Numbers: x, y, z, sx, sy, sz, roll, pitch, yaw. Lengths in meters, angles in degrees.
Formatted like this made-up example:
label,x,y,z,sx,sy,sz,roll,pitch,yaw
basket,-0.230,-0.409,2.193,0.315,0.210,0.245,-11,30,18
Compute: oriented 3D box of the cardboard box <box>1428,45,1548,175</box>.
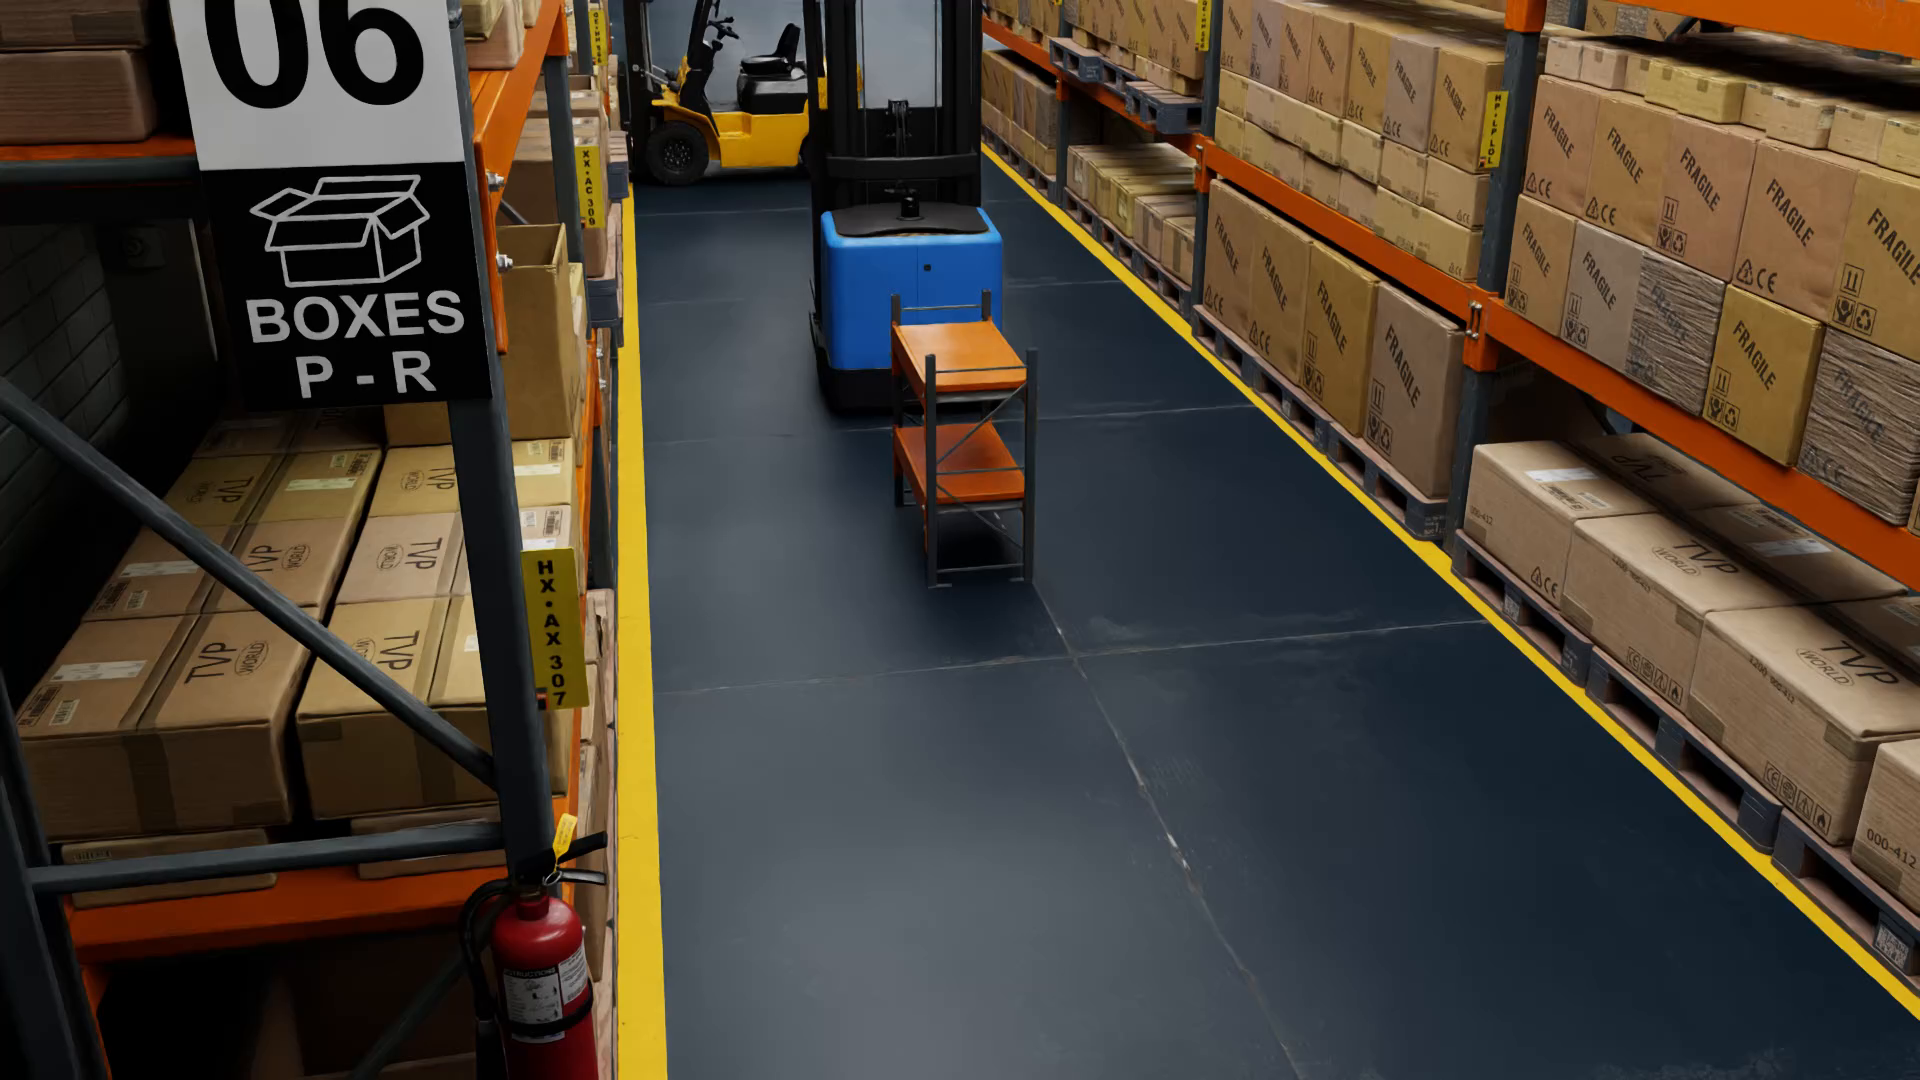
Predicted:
label,x,y,z,sx,sy,sz,roll,pitch,yaw
cardboard box,2.532,-2.001,7.709,0.500,0.500,0.500,-4,24,-8

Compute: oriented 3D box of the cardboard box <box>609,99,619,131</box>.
label,x,y,z,sx,sy,sz,roll,pitch,yaw
cardboard box,-3.276,-3.721,14.684,0.500,0.250,0.500,-5,24,-11

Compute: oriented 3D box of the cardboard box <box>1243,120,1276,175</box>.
label,x,y,z,sx,sy,sz,roll,pitch,yaw
cardboard box,2.078,-2.432,10.259,0.500,0.250,0.500,-5,24,-11

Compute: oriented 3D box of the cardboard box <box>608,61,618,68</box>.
label,x,y,z,sx,sy,sz,roll,pitch,yaw
cardboard box,-3.743,-4.723,16.977,0.500,0.250,0.500,-4,24,-9

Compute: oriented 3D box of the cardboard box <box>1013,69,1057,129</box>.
label,x,y,z,sx,sy,sz,roll,pitch,yaw
cardboard box,0.818,-4.376,16.494,0.500,0.500,0.500,-3,24,-7

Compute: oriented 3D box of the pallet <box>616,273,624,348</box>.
label,x,y,z,sx,sy,sz,roll,pitch,yaw
pallet,-2.869,-1.593,11.633,1.003,0.211,1.213,-4,24,-10

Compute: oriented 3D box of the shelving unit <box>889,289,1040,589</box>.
label,x,y,z,sx,sy,sz,roll,pitch,yaw
shelving unit,0.001,-0.513,8.019,0.538,1.125,1.048,-4,24,-10

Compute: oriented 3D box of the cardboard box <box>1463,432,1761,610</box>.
label,x,y,z,sx,sy,sz,roll,pitch,yaw
cardboard box,2.872,-0.103,7.414,0.875,0.438,0.875,-5,24,-11

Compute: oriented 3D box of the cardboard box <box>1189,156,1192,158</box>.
label,x,y,z,sx,sy,sz,roll,pitch,yaw
cardboard box,2.521,-3.864,16.469,0.500,0.500,0.500,13,27,27

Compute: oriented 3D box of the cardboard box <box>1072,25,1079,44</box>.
label,x,y,z,sx,sy,sz,roll,pitch,yaw
cardboard box,1.174,-4.323,14.189,0.380,0.149,0.250,-4,24,-9

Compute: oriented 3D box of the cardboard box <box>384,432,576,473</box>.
label,x,y,z,sx,sy,sz,roll,pitch,yaw
cardboard box,-1.401,-0.260,4.914,0.500,0.250,0.500,-5,24,-11

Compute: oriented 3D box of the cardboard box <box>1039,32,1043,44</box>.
label,x,y,z,sx,sy,sz,roll,pitch,yaw
cardboard box,0.967,-4.780,15.760,0.380,0.149,0.250,-5,24,-10

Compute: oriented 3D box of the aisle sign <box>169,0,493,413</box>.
label,x,y,z,sx,sy,sz,roll,pitch,yaw
aisle sign,-0.975,-0.583,2.590,0.394,0.787,0.004,-4,24,-10

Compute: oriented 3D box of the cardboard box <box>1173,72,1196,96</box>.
label,x,y,z,sx,sy,sz,roll,pitch,yaw
cardboard box,1.710,-3.202,11.622,0.380,0.149,0.250,-4,24,-9

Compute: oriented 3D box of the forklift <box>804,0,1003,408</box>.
label,x,y,z,sx,sy,sz,roll,pitch,yaw
forklift,-0.442,-2.682,10.728,1.130,2.935,3.031,-3,24,-7

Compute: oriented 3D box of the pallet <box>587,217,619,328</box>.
label,x,y,z,sx,sy,sz,roll,pitch,yaw
pallet,-2.056,-1.205,7.501,1.003,0.211,1.213,-4,24,-10

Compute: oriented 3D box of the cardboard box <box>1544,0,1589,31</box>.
label,x,y,z,sx,sy,sz,roll,pitch,yaw
cardboard box,6.148,-5.105,16.004,0.875,0.550,0.550,-4,24,-10

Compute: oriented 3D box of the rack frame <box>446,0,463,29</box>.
label,x,y,z,sx,sy,sz,roll,pitch,yaw
rack frame,-1.276,-2.146,1.921,1.000,3.000,0.127,-4,24,-10

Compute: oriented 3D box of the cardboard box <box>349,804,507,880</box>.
label,x,y,z,sx,sy,sz,roll,pitch,yaw
cardboard box,-1.067,0.568,3.515,0.380,0.149,0.250,-4,24,-10

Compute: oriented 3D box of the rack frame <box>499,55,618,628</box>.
label,x,y,z,sx,sy,sz,roll,pitch,yaw
rack frame,-2.016,-0.971,6.724,1.000,3.000,0.127,-4,24,-10

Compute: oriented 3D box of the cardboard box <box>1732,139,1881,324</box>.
label,x,y,z,sx,sy,sz,roll,pitch,yaw
cardboard box,2.973,-1.038,5.505,0.500,0.500,0.500,-4,24,-10

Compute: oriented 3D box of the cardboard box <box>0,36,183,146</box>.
label,x,y,z,sx,sy,sz,roll,pitch,yaw
cardboard box,-1.563,-0.765,2.821,0.380,0.149,0.250,-4,24,-8

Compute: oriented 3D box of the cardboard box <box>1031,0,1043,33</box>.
label,x,y,z,sx,sy,sz,roll,pitch,yaw
cardboard box,0.954,-5.027,15.515,0.500,0.500,0.500,-4,24,-8

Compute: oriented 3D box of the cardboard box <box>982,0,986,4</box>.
label,x,y,z,sx,sy,sz,roll,pitch,yaw
cardboard box,0.458,-6.035,17.823,0.500,0.500,0.500,-5,24,-11

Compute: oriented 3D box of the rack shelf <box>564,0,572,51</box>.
label,x,y,z,sx,sy,sz,roll,pitch,yaw
rack shelf,-2.386,-2.802,8.069,1.077,0.370,4.000,-4,24,-10

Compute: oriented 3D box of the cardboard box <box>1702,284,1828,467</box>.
label,x,y,z,sx,sy,sz,roll,pitch,yaw
cardboard box,2.961,-0.584,5.715,0.500,0.500,0.500,-4,24,-8

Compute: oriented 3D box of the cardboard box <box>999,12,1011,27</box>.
label,x,y,z,sx,sy,sz,roll,pitch,yaw
cardboard box,0.615,-5.384,17.144,0.380,0.149,0.250,-4,24,-8

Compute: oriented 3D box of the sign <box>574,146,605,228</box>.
label,x,y,z,sx,sy,sz,roll,pitch,yaw
sign,-1.484,-1.410,6.650,0.100,0.325,0.005,-4,24,-10

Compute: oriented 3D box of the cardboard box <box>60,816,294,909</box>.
label,x,y,z,sx,sy,sz,roll,pitch,yaw
cardboard box,-1.601,0.607,3.425,0.380,0.149,0.250,-5,24,-10

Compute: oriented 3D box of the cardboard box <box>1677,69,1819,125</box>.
label,x,y,z,sx,sy,sz,roll,pitch,yaw
cardboard box,2.823,-1.591,5.961,0.380,0.149,0.250,-5,24,-11

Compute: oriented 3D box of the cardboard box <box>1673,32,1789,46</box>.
label,x,y,z,sx,sy,sz,roll,pitch,yaw
cardboard box,3.231,-2.043,6.996,0.380,0.149,0.250,-5,24,-11

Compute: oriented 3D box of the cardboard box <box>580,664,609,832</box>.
label,x,y,z,sx,sy,sz,roll,pitch,yaw
cardboard box,-1.415,0.754,5.375,0.500,0.500,0.500,-4,24,-9

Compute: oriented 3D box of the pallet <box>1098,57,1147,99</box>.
label,x,y,z,sx,sy,sz,roll,pitch,yaw
pallet,1.716,-3.600,12.986,1.003,0.211,1.213,-4,24,-10

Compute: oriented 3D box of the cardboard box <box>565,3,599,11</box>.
label,x,y,z,sx,sy,sz,roll,pitch,yaw
cardboard box,-2.976,-4.048,12.836,0.380,0.149,0.250,-5,24,-11

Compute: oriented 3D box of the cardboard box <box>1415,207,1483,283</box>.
label,x,y,z,sx,sy,sz,roll,pitch,yaw
cardboard box,2.531,-1.428,7.960,0.500,0.250,0.500,-5,24,-11

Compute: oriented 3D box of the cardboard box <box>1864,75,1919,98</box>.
label,x,y,z,sx,sy,sz,roll,pitch,yaw
cardboard box,3.406,-1.536,5.834,0.380,0.149,0.250,-5,24,-11

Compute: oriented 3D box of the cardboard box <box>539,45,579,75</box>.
label,x,y,z,sx,sy,sz,roll,pitch,yaw
cardboard box,-2.525,-3.034,10.514,0.380,0.149,0.250,-4,24,-8

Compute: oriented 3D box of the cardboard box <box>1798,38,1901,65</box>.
label,x,y,z,sx,sy,sz,roll,pitch,yaw
cardboard box,6.621,-3.522,12.441,0.500,0.500,0.500,-4,24,-10

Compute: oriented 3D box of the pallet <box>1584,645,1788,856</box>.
label,x,y,z,sx,sy,sz,roll,pitch,yaw
pallet,3.154,0.724,6.328,1.003,0.211,1.213,-4,24,-10

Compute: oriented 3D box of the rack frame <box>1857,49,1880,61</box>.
label,x,y,z,sx,sy,sz,roll,pitch,yaw
rack frame,6.968,-3.319,12.101,1.000,3.000,0.127,-4,24,-10

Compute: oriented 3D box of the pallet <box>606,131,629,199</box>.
label,x,y,z,sx,sy,sz,roll,pitch,yaw
pallet,-2.561,-2.195,9.767,1.213,0.211,1.003,-4,24,-10

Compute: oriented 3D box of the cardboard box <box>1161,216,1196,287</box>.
label,x,y,z,sx,sy,sz,roll,pitch,yaw
cardboard box,2.027,-2.124,12.124,0.950,0.372,0.625,-6,24,-13

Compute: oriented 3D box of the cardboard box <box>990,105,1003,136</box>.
label,x,y,z,sx,sy,sz,roll,pitch,yaw
cardboard box,0.607,-4.453,17.608,0.500,0.250,0.500,-3,24,-8

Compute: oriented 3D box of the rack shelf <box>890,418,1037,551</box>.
label,x,y,z,sx,sy,sz,roll,pitch,yaw
rack shelf,0.001,-0.289,8.117,0.538,0.278,1.000,-4,24,-10

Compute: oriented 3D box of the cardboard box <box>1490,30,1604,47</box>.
label,x,y,z,sx,sy,sz,roll,pitch,yaw
cardboard box,2.942,-2.236,8.247,0.500,0.500,0.500,-4,24,-10

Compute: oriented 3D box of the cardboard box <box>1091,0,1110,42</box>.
label,x,y,z,sx,sy,sz,roll,pitch,yaw
cardboard box,1.358,-4.263,13.241,0.500,0.500,0.500,-4,24,-10

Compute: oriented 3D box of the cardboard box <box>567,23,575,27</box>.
label,x,y,z,sx,sy,sz,roll,pitch,yaw
cardboard box,-2.774,-3.541,11.675,0.380,0.149,0.250,-4,24,-9

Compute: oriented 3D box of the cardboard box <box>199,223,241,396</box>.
label,x,y,z,sx,sy,sz,roll,pitch,yaw
cardboard box,-2.002,-0.776,5.159,0.500,0.500,0.500,-5,24,-11

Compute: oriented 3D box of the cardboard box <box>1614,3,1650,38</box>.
label,x,y,z,sx,sy,sz,roll,pitch,yaw
cardboard box,6.155,-4.513,14.710,0.500,0.500,0.500,-4,24,-9

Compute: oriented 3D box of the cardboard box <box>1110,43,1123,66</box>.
label,x,y,z,sx,sy,sz,roll,pitch,yaw
cardboard box,1.388,-3.808,13.010,0.380,0.149,0.250,-3,24,-8

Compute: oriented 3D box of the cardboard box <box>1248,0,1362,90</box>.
label,x,y,z,sx,sy,sz,roll,pitch,yaw
cardboard box,2.074,-3.010,10.021,0.500,0.500,0.500,-4,24,-10

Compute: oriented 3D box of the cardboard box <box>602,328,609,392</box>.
label,x,y,z,sx,sy,sz,roll,pitch,yaw
cardboard box,-2.284,-1.037,9.475,0.500,0.500,0.500,-3,24,-7

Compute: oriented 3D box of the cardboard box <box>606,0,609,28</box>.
label,x,y,z,sx,sy,sz,roll,pitch,yaw
cardboard box,-3.799,-5.358,16.644,0.500,0.500,0.500,-4,24,-8

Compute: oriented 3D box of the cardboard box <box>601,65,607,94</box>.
label,x,y,z,sx,sy,sz,roll,pitch,yaw
cardboard box,-3.046,-3.672,13.098,0.500,0.250,0.500,-4,24,-10

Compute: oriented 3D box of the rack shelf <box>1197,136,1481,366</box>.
label,x,y,z,sx,sy,sz,roll,pitch,yaw
rack shelf,2.492,-1.796,9.514,1.077,0.370,4.000,-4,24,-10

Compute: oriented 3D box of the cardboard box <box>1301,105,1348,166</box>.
label,x,y,z,sx,sy,sz,roll,pitch,yaw
cardboard box,2.228,-2.255,9.228,0.500,0.250,0.500,-4,24,-9

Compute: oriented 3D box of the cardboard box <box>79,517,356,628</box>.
label,x,y,z,sx,sy,sz,roll,pitch,yaw
cardboard box,-1.716,0.171,3.926,0.500,0.250,0.500,-4,24,-10

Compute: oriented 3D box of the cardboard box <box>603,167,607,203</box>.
label,x,y,z,sx,sy,sz,roll,pitch,yaw
cardboard box,-1.895,-1.676,7.984,0.396,0.266,0.258,-3,24,-7
